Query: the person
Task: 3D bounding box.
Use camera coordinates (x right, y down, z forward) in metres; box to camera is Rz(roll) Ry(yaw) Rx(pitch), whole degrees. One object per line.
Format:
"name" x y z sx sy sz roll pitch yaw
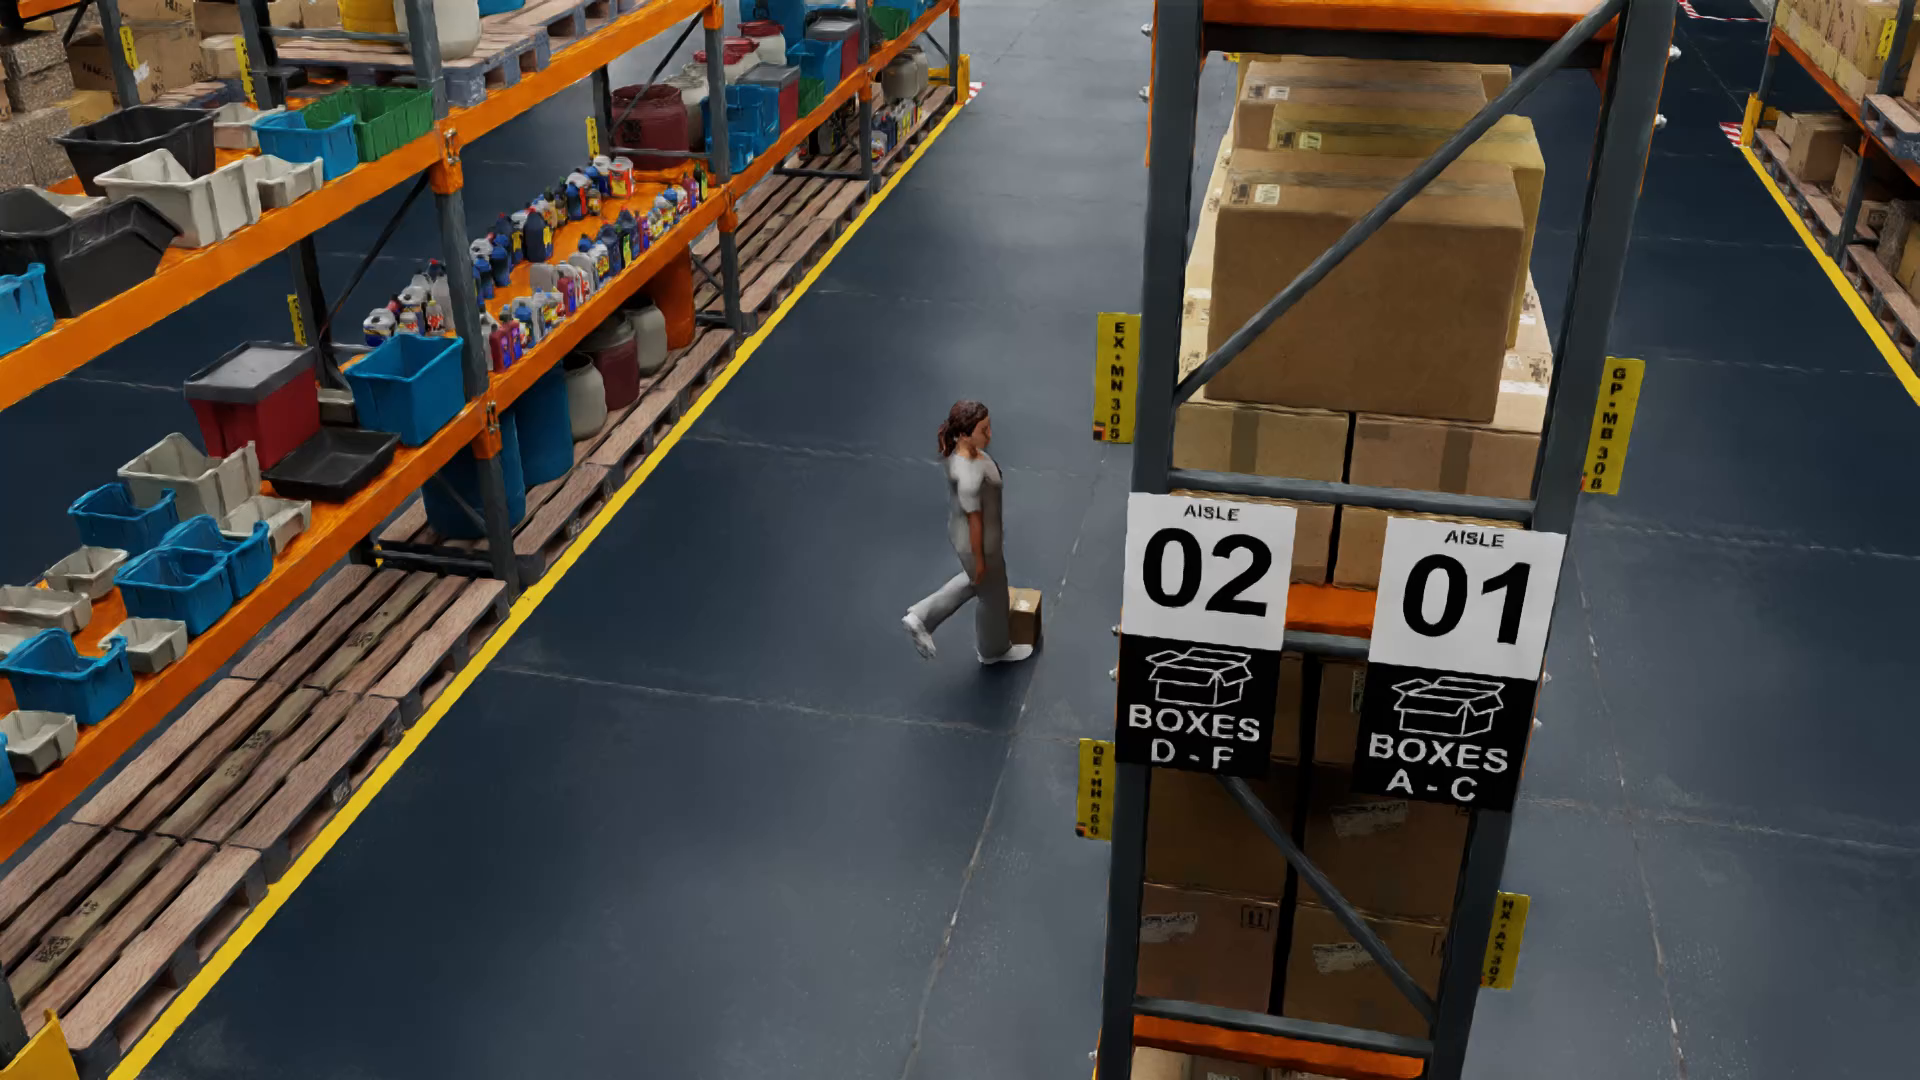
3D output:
"person" 0.065 0.003 8.638 0.740 1.645 0.488 -7 30 -13
